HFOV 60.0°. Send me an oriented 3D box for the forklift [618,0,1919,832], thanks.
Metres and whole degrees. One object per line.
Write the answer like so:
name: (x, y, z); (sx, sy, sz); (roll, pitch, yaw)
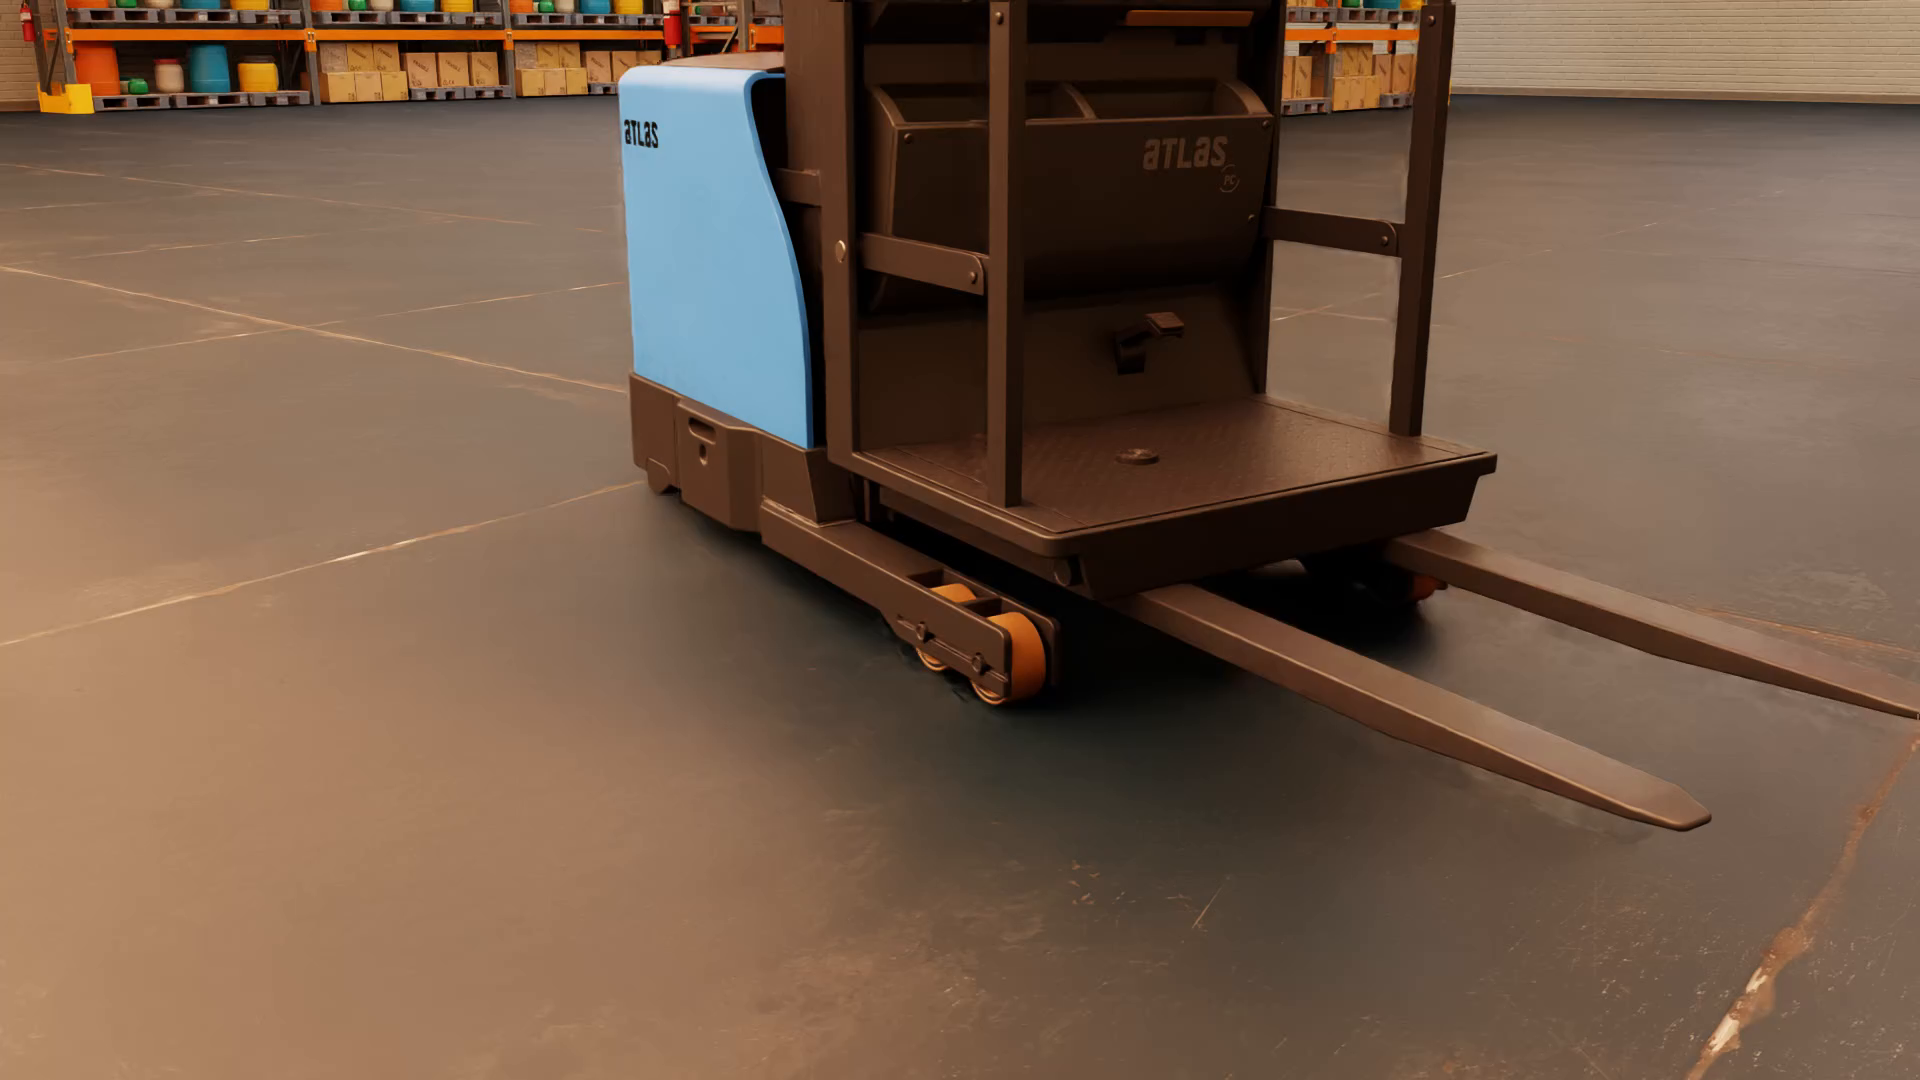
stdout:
forklift: (0.353, -1.262, 3.055); (1.130, 2.935, 3.031); (-10, 20, -31)
